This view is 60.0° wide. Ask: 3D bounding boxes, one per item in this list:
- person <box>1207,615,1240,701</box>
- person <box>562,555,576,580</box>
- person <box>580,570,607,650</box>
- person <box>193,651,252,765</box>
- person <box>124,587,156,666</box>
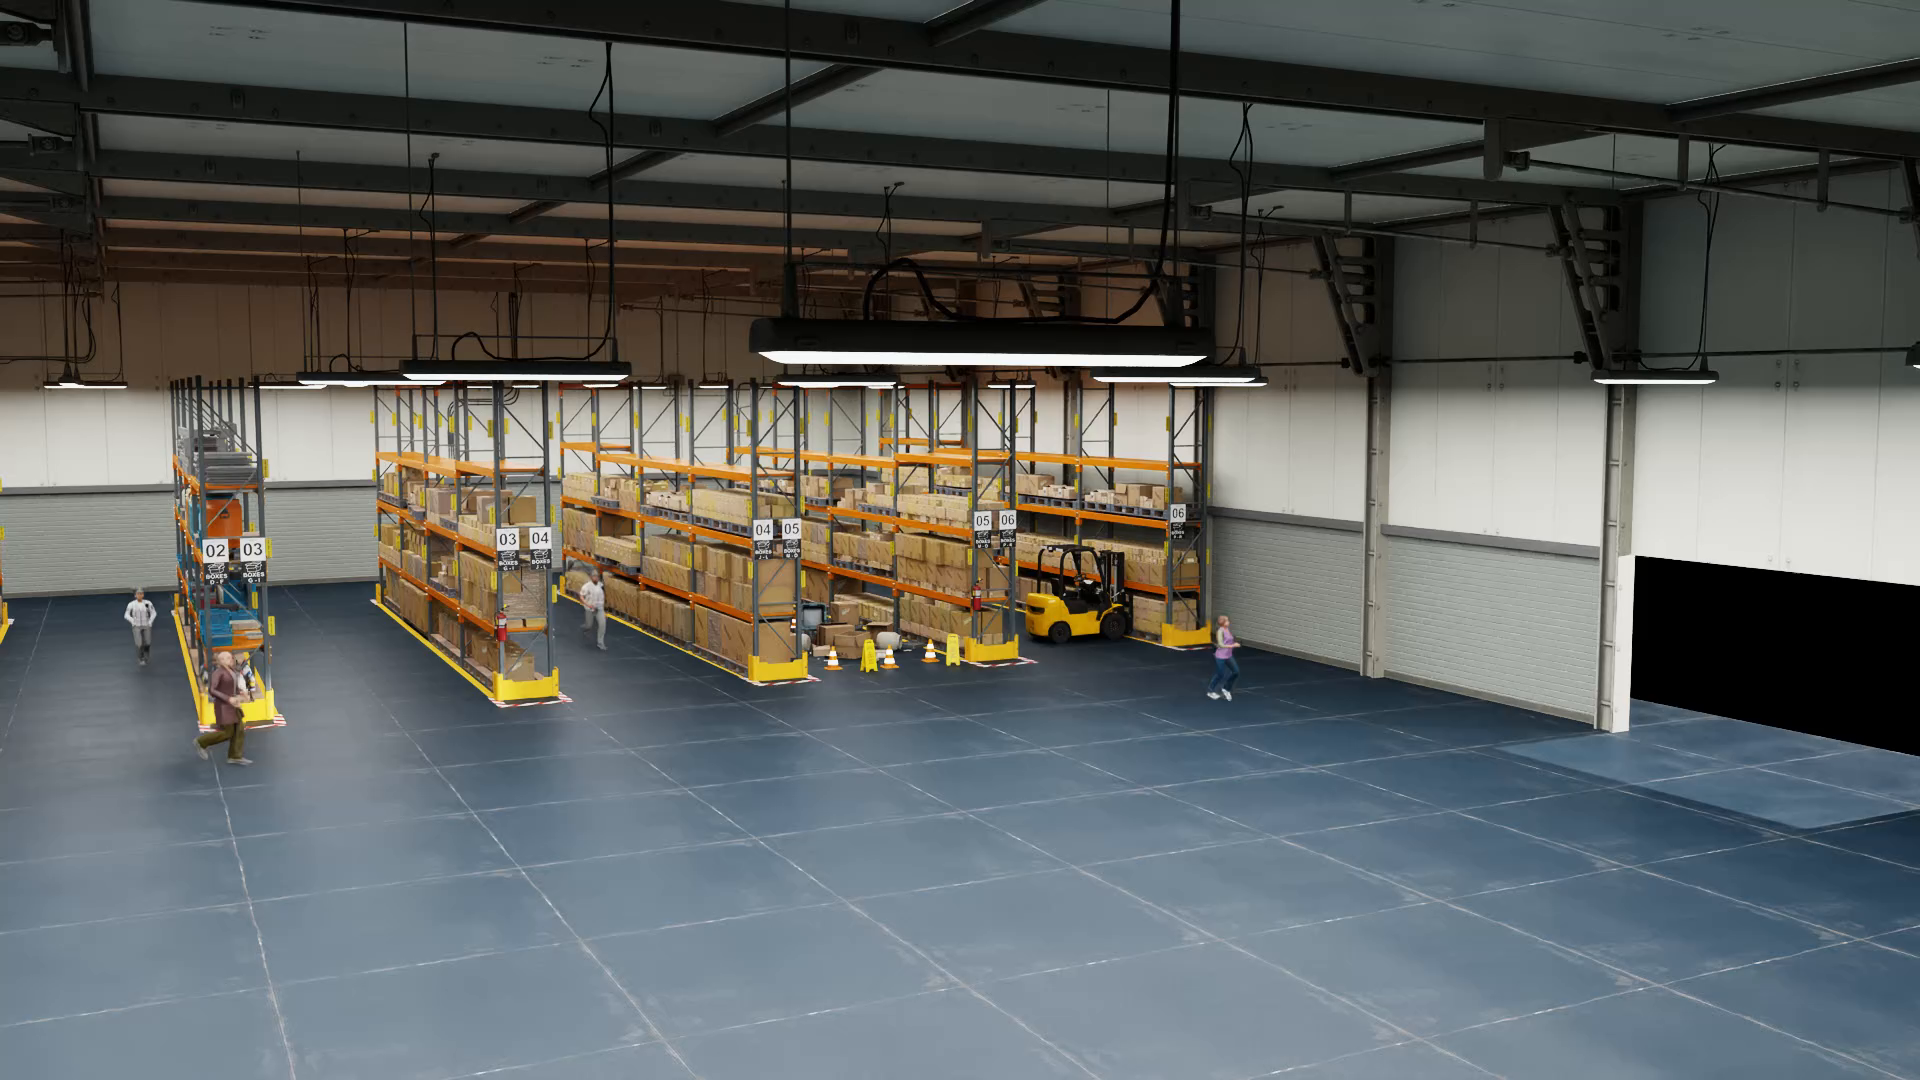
[{"bbox_3d":[4.895,2.190,30.766,0.672,1.611,0.508,4,6,38],"label":"person"},{"bbox_3d":[-11.401,0.581,48.727,0.716,1.623,0.670,-1,5,-7],"label":"person"},{"bbox_3d":[-8.236,1.551,37.386,0.642,1.783,1.029,-3,6,-32],"label":"person"},{"bbox_3d":[-11.339,2.685,25.612,0.826,1.566,0.717,0,5,2],"label":"person"},{"bbox_3d":[-17.132,1.805,34.797,0.611,1.649,0.569,-3,6,-31],"label":"person"}]
